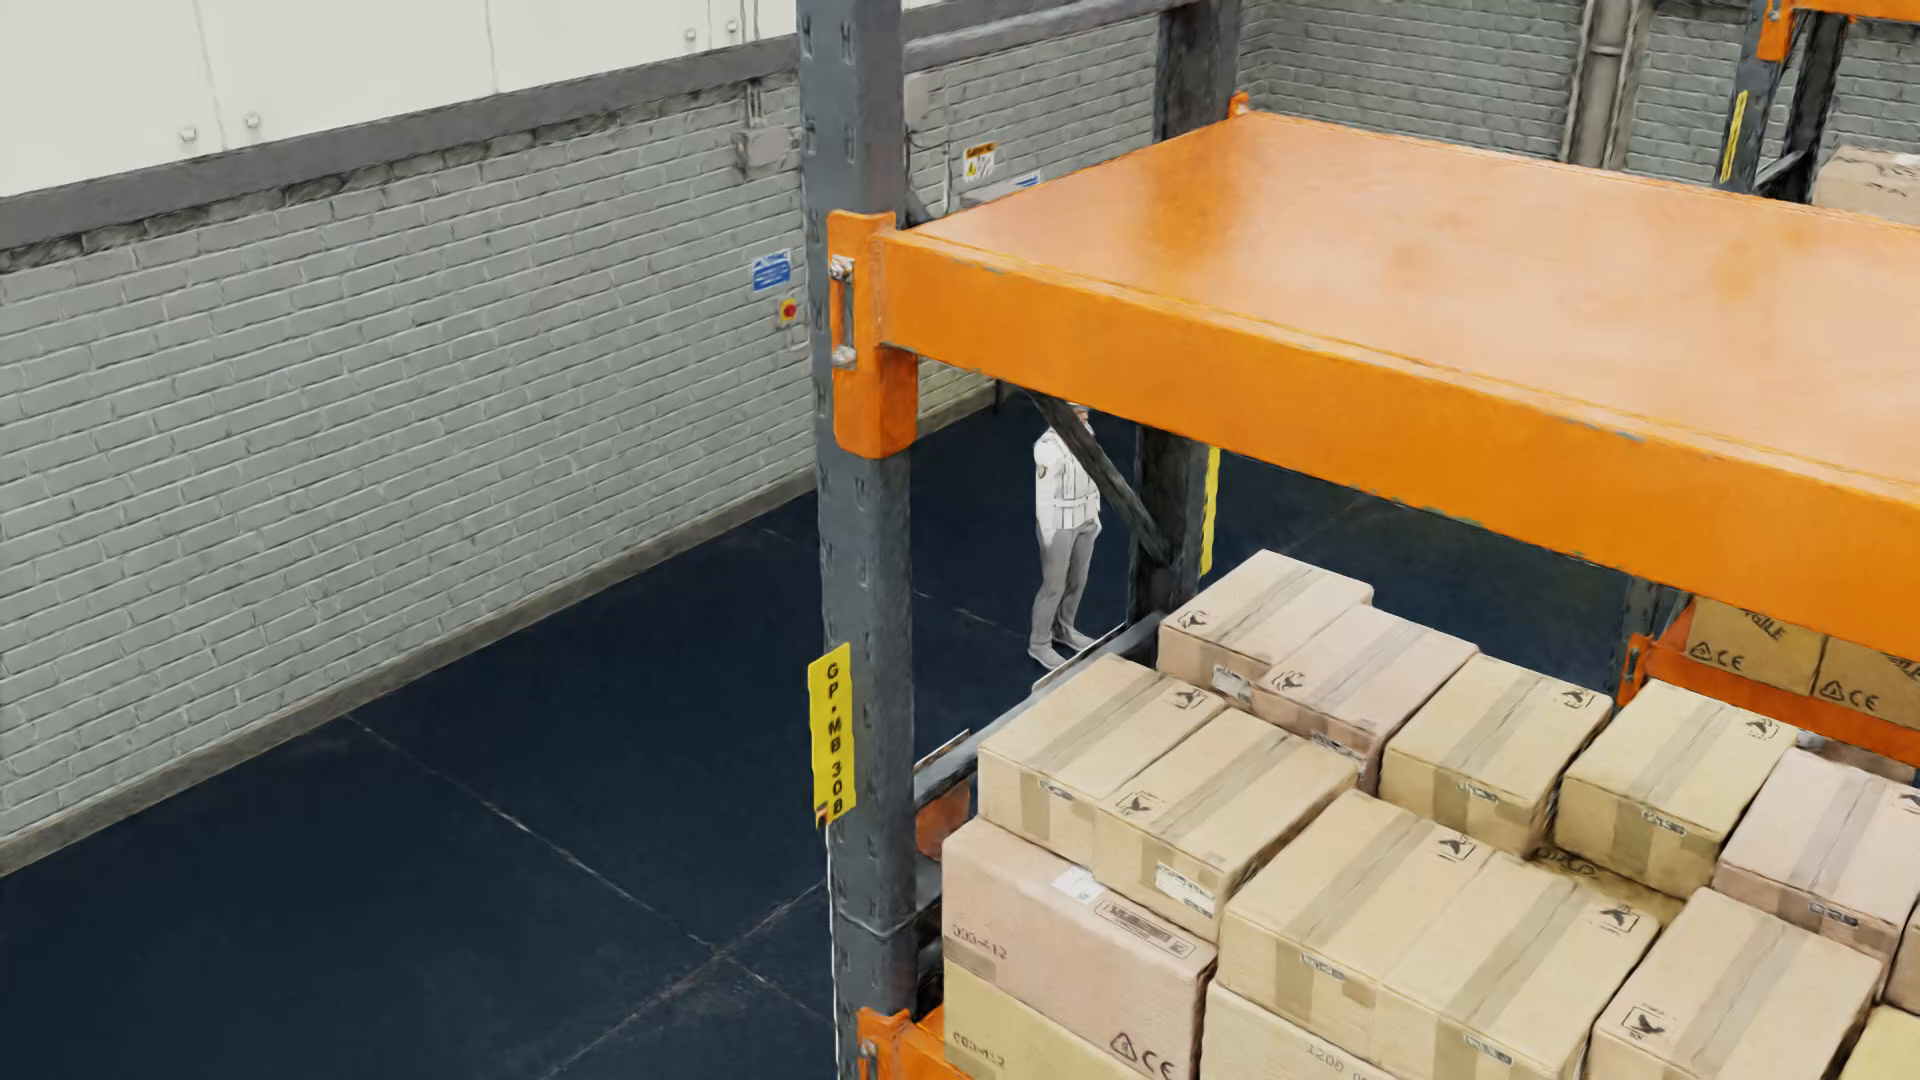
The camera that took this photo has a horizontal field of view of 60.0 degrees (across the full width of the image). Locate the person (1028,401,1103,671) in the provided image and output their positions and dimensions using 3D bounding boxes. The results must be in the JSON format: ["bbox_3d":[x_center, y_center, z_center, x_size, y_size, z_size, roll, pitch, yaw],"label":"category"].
[{"bbox_3d":[0.609,-0.095,9.198,0.334,1.678,0.470,22,35,36],"label":"person"}]
